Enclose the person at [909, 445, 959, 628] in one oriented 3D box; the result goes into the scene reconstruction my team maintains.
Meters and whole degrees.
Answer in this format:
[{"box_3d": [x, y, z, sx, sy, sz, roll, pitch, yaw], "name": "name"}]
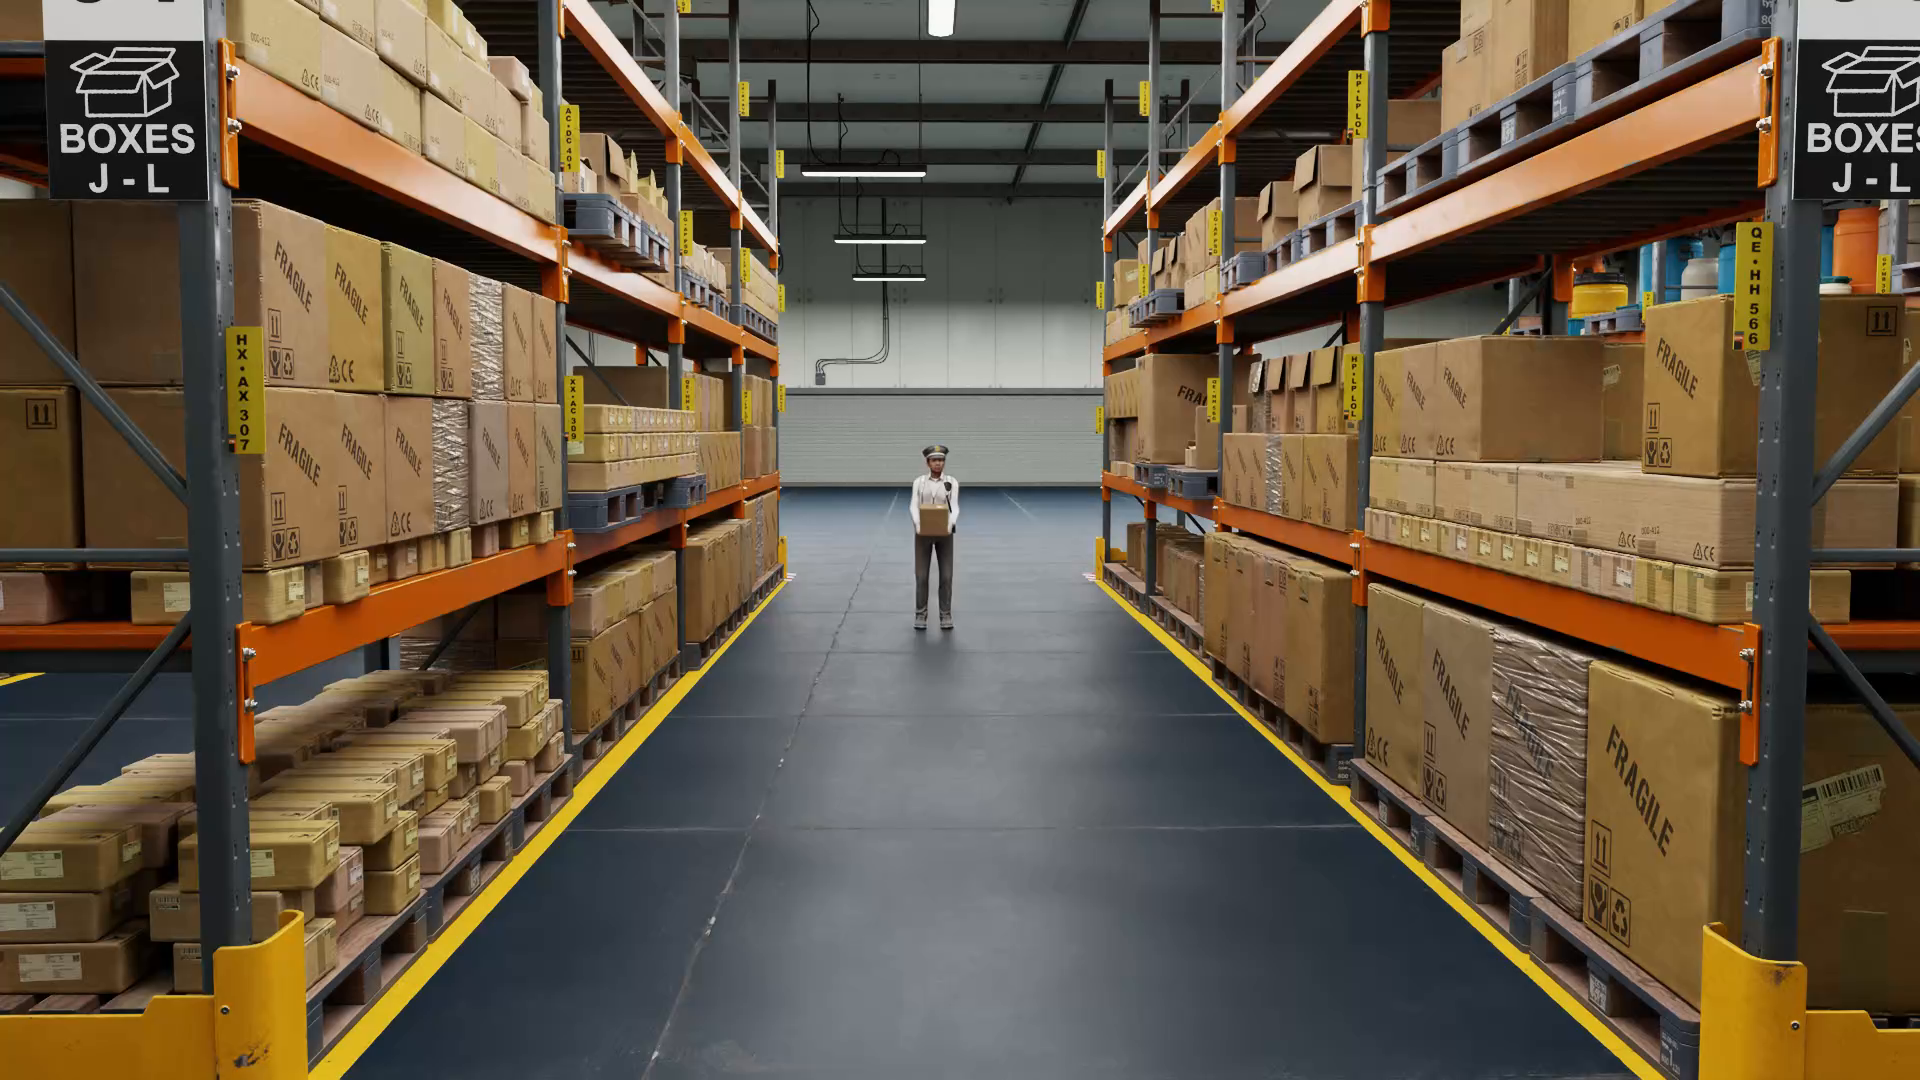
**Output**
[{"box_3d": [-0.235, -0.032, 15.280, 0.459, 1.686, 0.556, 0, 4, -1], "name": "person"}]
